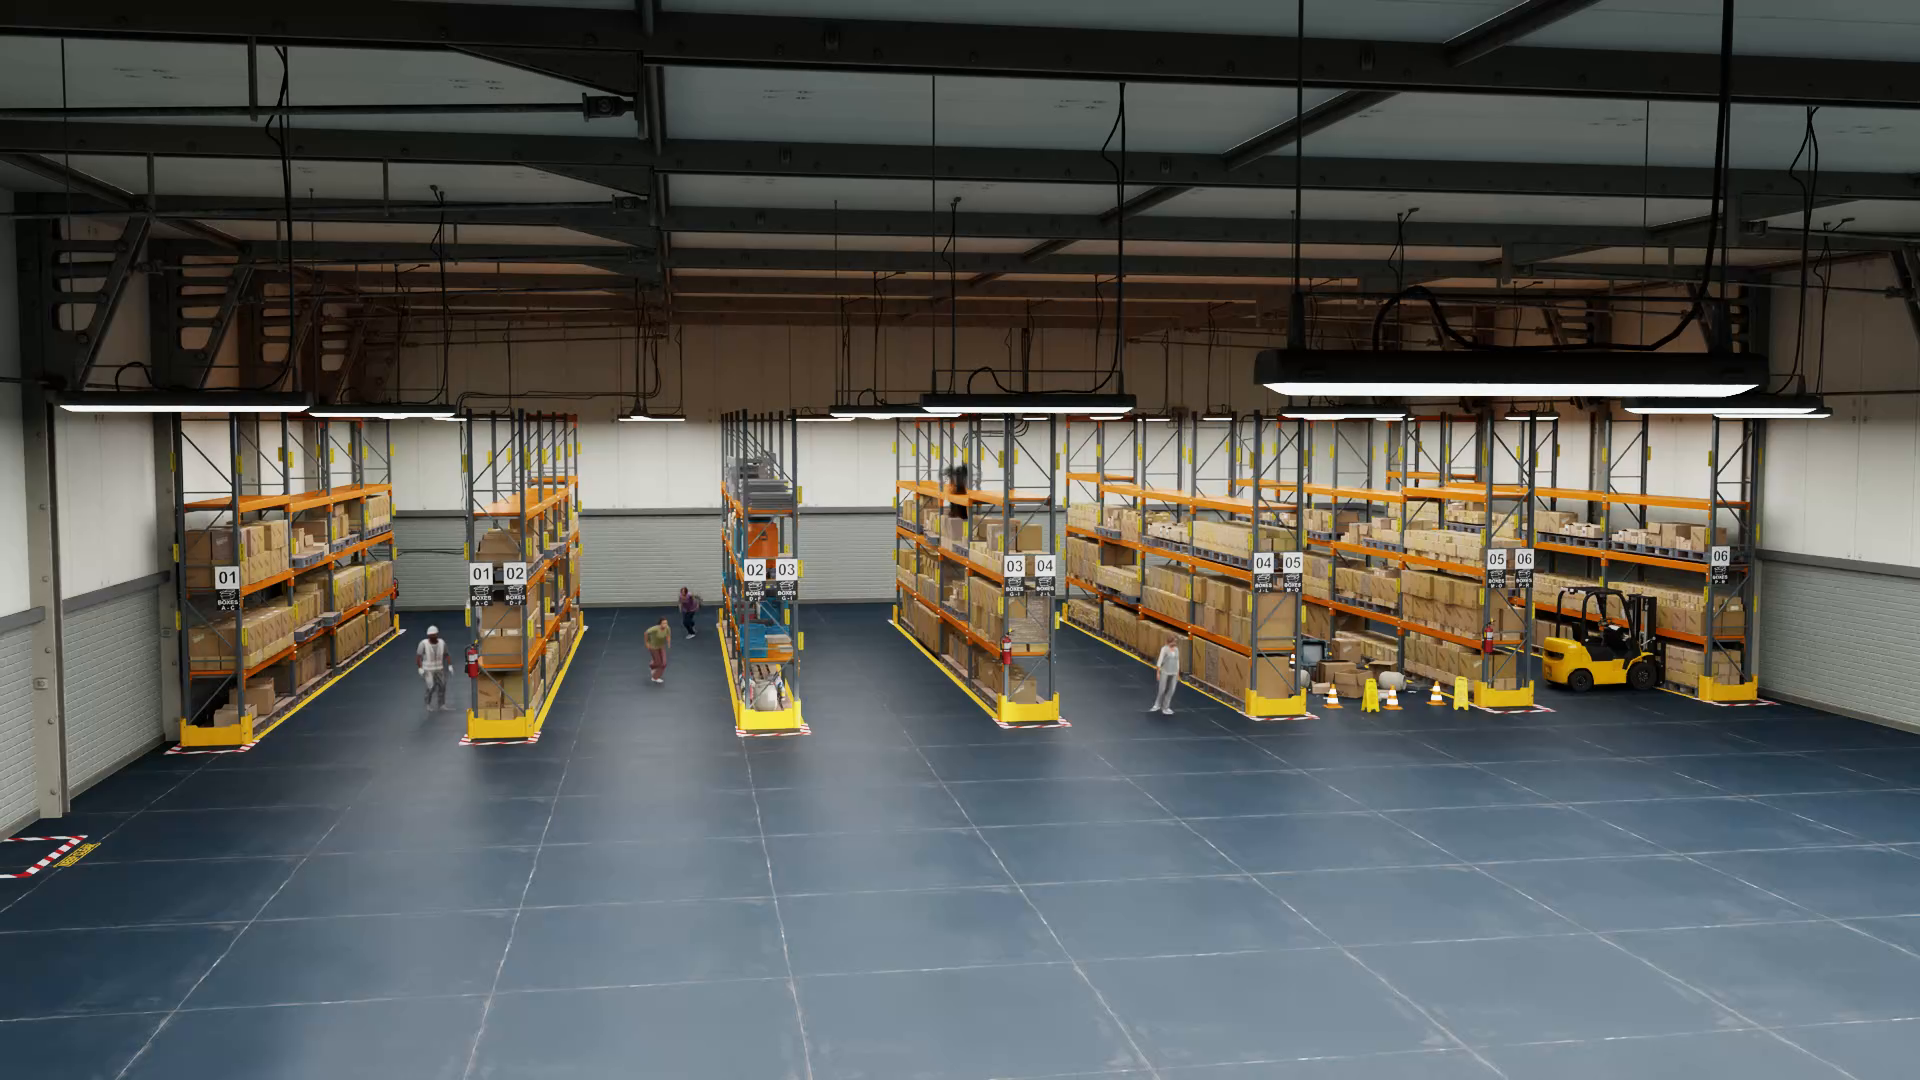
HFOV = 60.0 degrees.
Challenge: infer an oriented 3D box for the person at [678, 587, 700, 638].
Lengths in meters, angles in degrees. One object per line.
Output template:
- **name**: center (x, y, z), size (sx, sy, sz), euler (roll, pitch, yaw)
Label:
- **person**: center (-7.223, 1.930, 44.355), size (0.562, 1.419, 0.752), euler (1, 4, 13)

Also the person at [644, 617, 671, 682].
- **person**: center (-6.732, 2.418, 36.859), size (0.600, 1.491, 0.830), euler (-3, 5, -36)

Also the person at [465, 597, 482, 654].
- **person**: center (-12.098, 1.968, 41.741), size (0.554, 1.745, 0.831), euler (0, 4, -3)

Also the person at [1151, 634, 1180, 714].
- **person**: center (4.055, 2.649, 32.797), size (0.542, 1.577, 0.433), euler (-2, 4, -25)

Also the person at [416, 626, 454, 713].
- **person**: center (-10.393, 2.563, 32.885), size (0.618, 1.751, 0.549), euler (-4, 6, -44)
